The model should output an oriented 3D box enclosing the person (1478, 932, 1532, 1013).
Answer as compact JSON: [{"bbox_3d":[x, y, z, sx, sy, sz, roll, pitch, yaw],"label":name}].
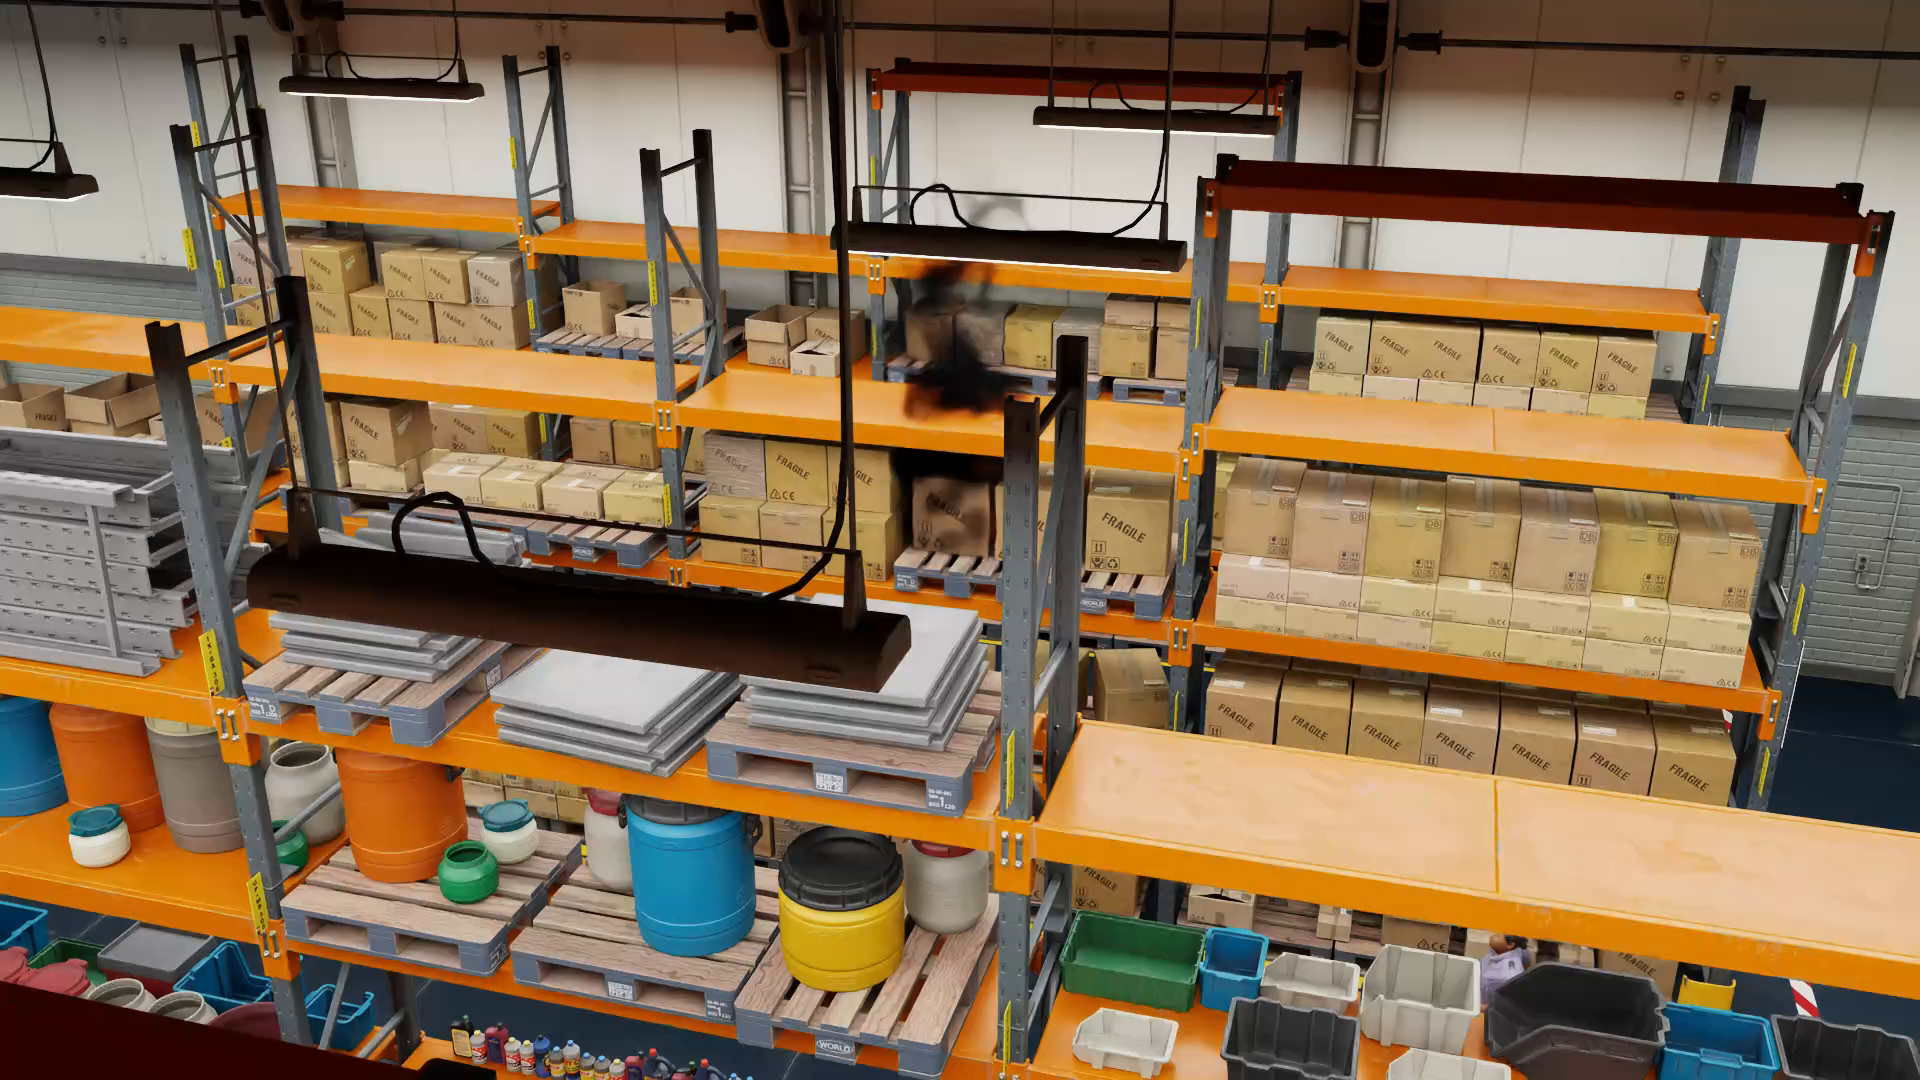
[{"bbox_3d":[3.537,3.203,10.937,0.784,1.662,0.612,3,23,8],"label":"person"}]

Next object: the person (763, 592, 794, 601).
[{"bbox_3d":[-1.615,1.243,15.525,0.821,1.763,0.665,5,23,11],"label":"person"}]
